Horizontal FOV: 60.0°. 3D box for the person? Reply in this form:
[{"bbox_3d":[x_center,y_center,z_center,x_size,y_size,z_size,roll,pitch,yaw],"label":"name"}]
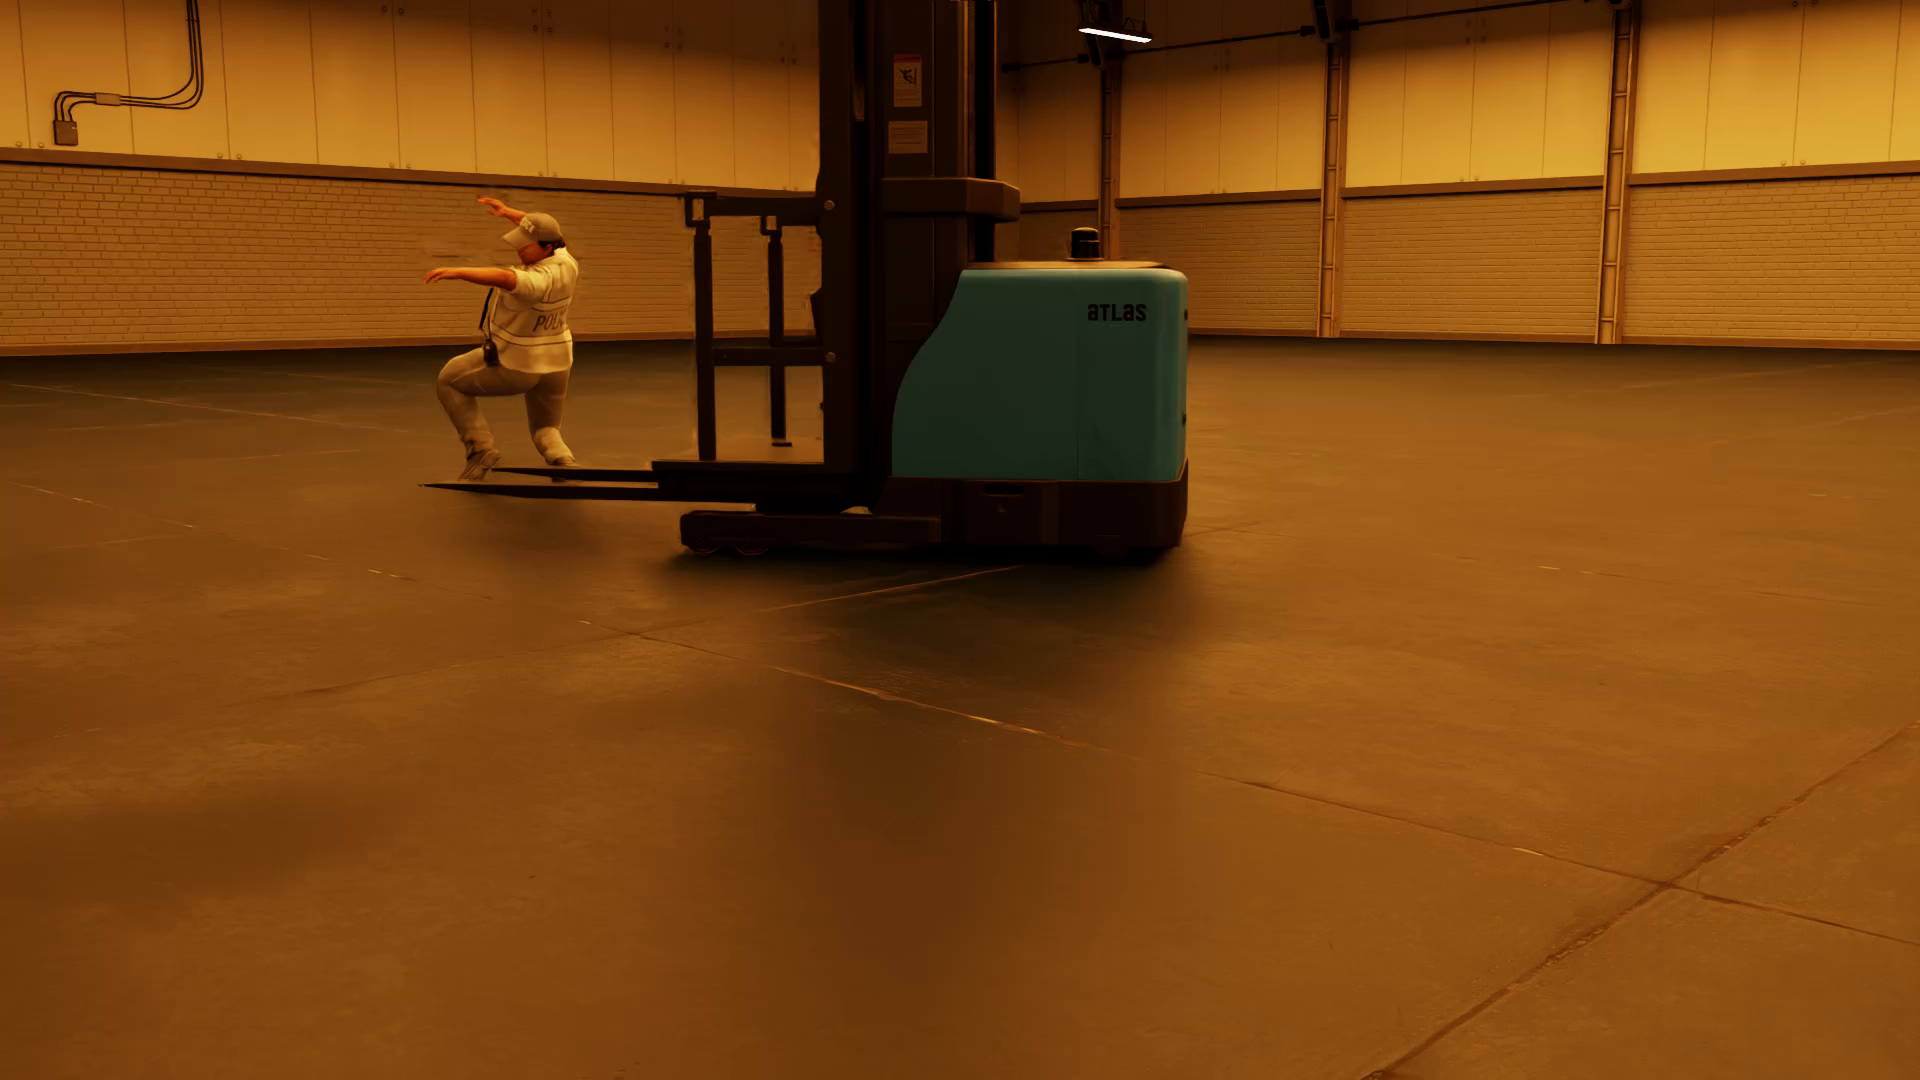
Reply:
[{"bbox_3d":[-2.384,-0.938,8.166,0.831,1.479,1.020,6,11,36],"label":"person"}]

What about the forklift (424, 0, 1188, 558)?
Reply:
[{"bbox_3d":[-0.616,-1.463,6.591,3.031,2.935,1.130,1,9,10],"label":"forklift"}]
